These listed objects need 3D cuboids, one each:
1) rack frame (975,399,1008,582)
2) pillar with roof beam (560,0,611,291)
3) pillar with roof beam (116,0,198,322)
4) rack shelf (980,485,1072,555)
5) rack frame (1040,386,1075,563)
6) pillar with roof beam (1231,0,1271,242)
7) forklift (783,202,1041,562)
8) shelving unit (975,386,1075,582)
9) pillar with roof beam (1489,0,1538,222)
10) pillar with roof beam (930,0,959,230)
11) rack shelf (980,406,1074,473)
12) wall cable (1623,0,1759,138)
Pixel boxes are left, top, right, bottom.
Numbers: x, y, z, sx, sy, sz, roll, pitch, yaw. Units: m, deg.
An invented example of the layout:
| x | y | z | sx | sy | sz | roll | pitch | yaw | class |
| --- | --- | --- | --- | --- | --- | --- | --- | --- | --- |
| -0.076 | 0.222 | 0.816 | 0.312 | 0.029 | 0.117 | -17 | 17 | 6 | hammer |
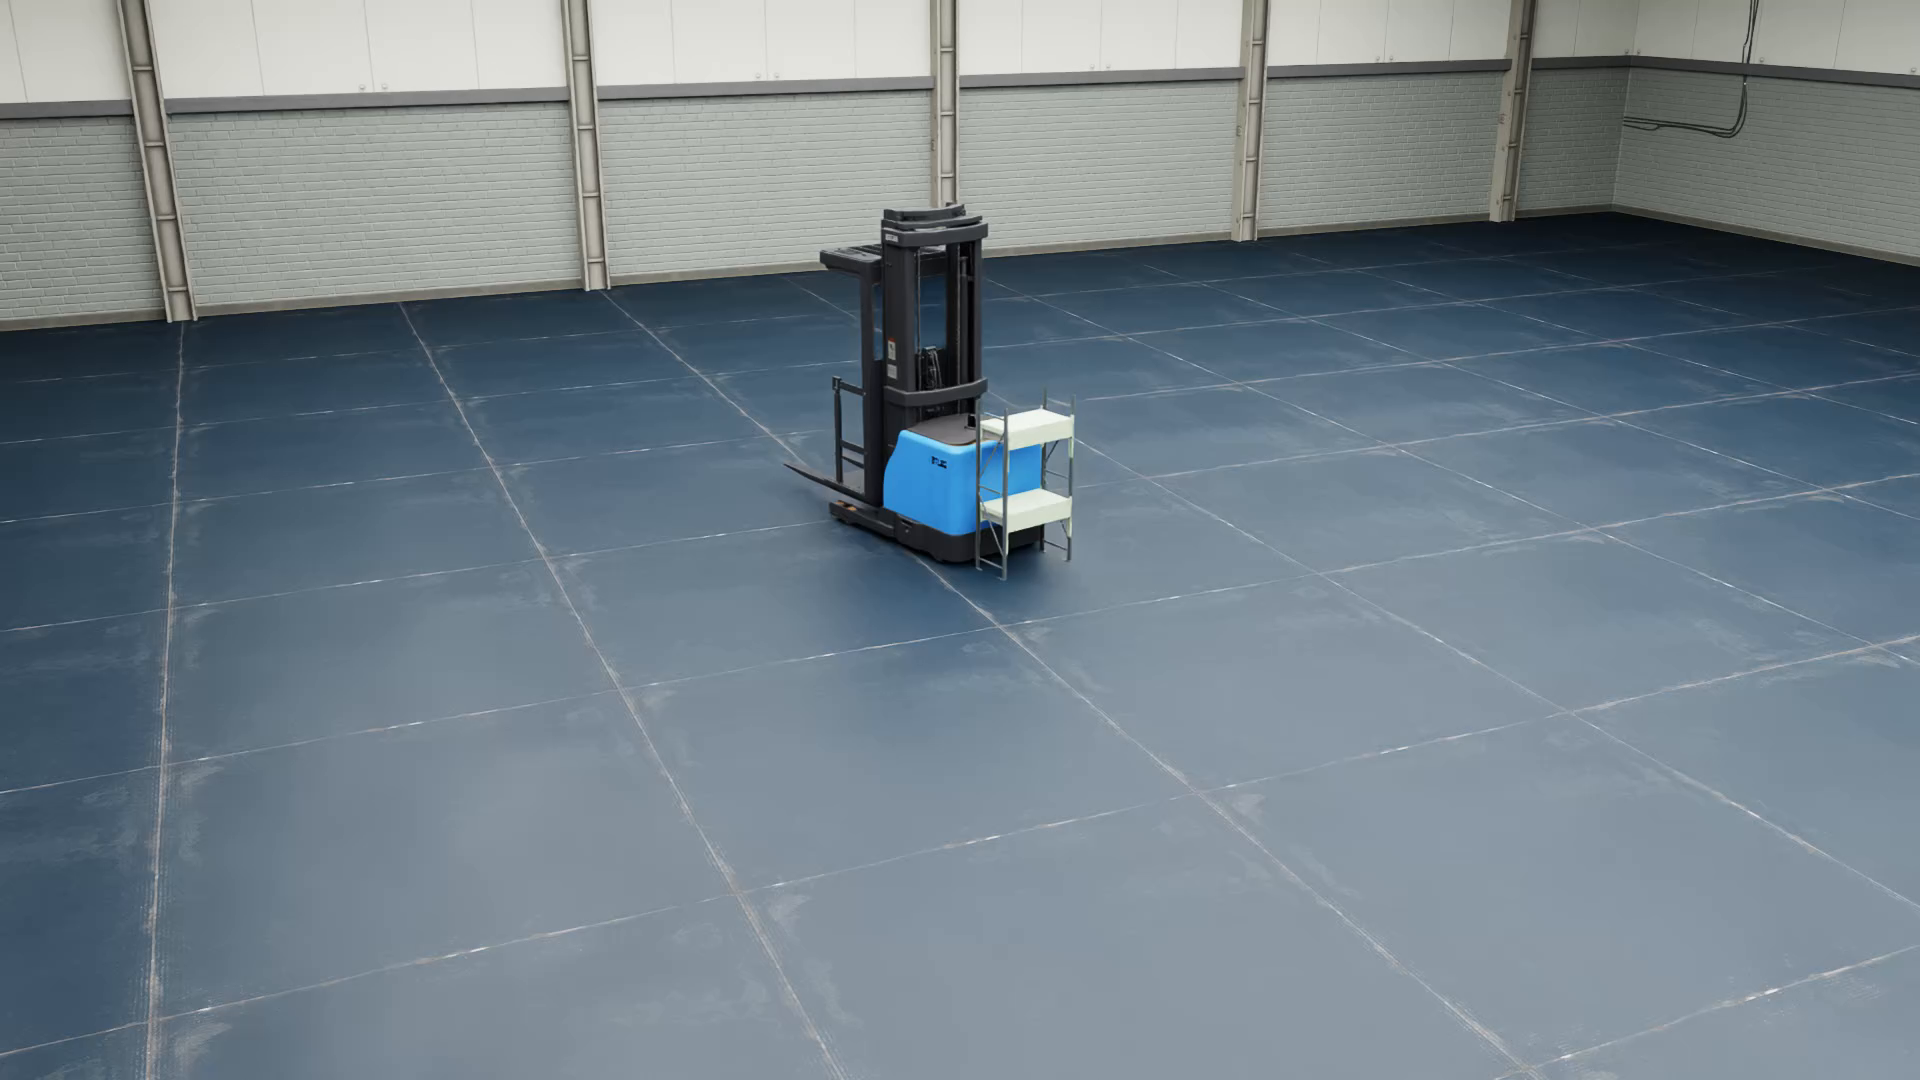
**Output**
| x | y | z | sx | sy | sz | roll | pitch | yaw | class |
| --- | --- | --- | --- | --- | --- | --- | --- | --- | --- |
| 0.262 | -0.411 | 13.932 | 0.023 | 1.500 | 0.400 | -15 | 24 | -36 | rack frame |
| -4.056 | -6.920 | 21.125 | 0.400 | 9.000 | 9.100 | -8 | 21 | -22 | pillar with roof beam |
| -9.565 | -6.130 | 18.883 | 0.400 | 9.000 | 9.100 | -8 | 21 | -22 | pillar with roof beam |
| 0.550 | -0.179 | 14.253 | 0.720 | 0.370 | 0.431 | -15 | 24 | -36 | rack shelf |
| 0.838 | -0.561 | 14.357 | 0.023 | 1.500 | 0.400 | -15 | 24 | -36 | rack frame |
| 6.963 | -8.498 | 25.608 | 0.400 | 9.000 | 9.100 | -8 | 21 | -22 | pillar with roof beam |
| -0.566 | -1.614 | 15.192 | 1.130 | 2.935 | 3.031 | -15 | 24 | -36 | forklift |
| 0.550 | -0.486 | 14.144 | 0.755 | 1.500 | 0.431 | -15 | 24 | -36 | shelving unit |
| 12.472 | -9.288 | 27.850 | 0.400 | 9.000 | 9.100 | -8 | 21 | -22 | pillar with roof beam |
| 1.453 | -7.709 | 23.367 | 0.400 | 9.000 | 9.100 | -8 | 21 | -22 | pillar with roof beam |
| 0.550 | -0.854 | 14.015 | 0.720 | 0.370 | 0.431 | -15 | 24 | -36 | rack shelf |
| 13.995 | -9.120 | 32.050 | 0.112 | 2.526 | 3.097 | -8 | 21 | -22 | wall cable |
